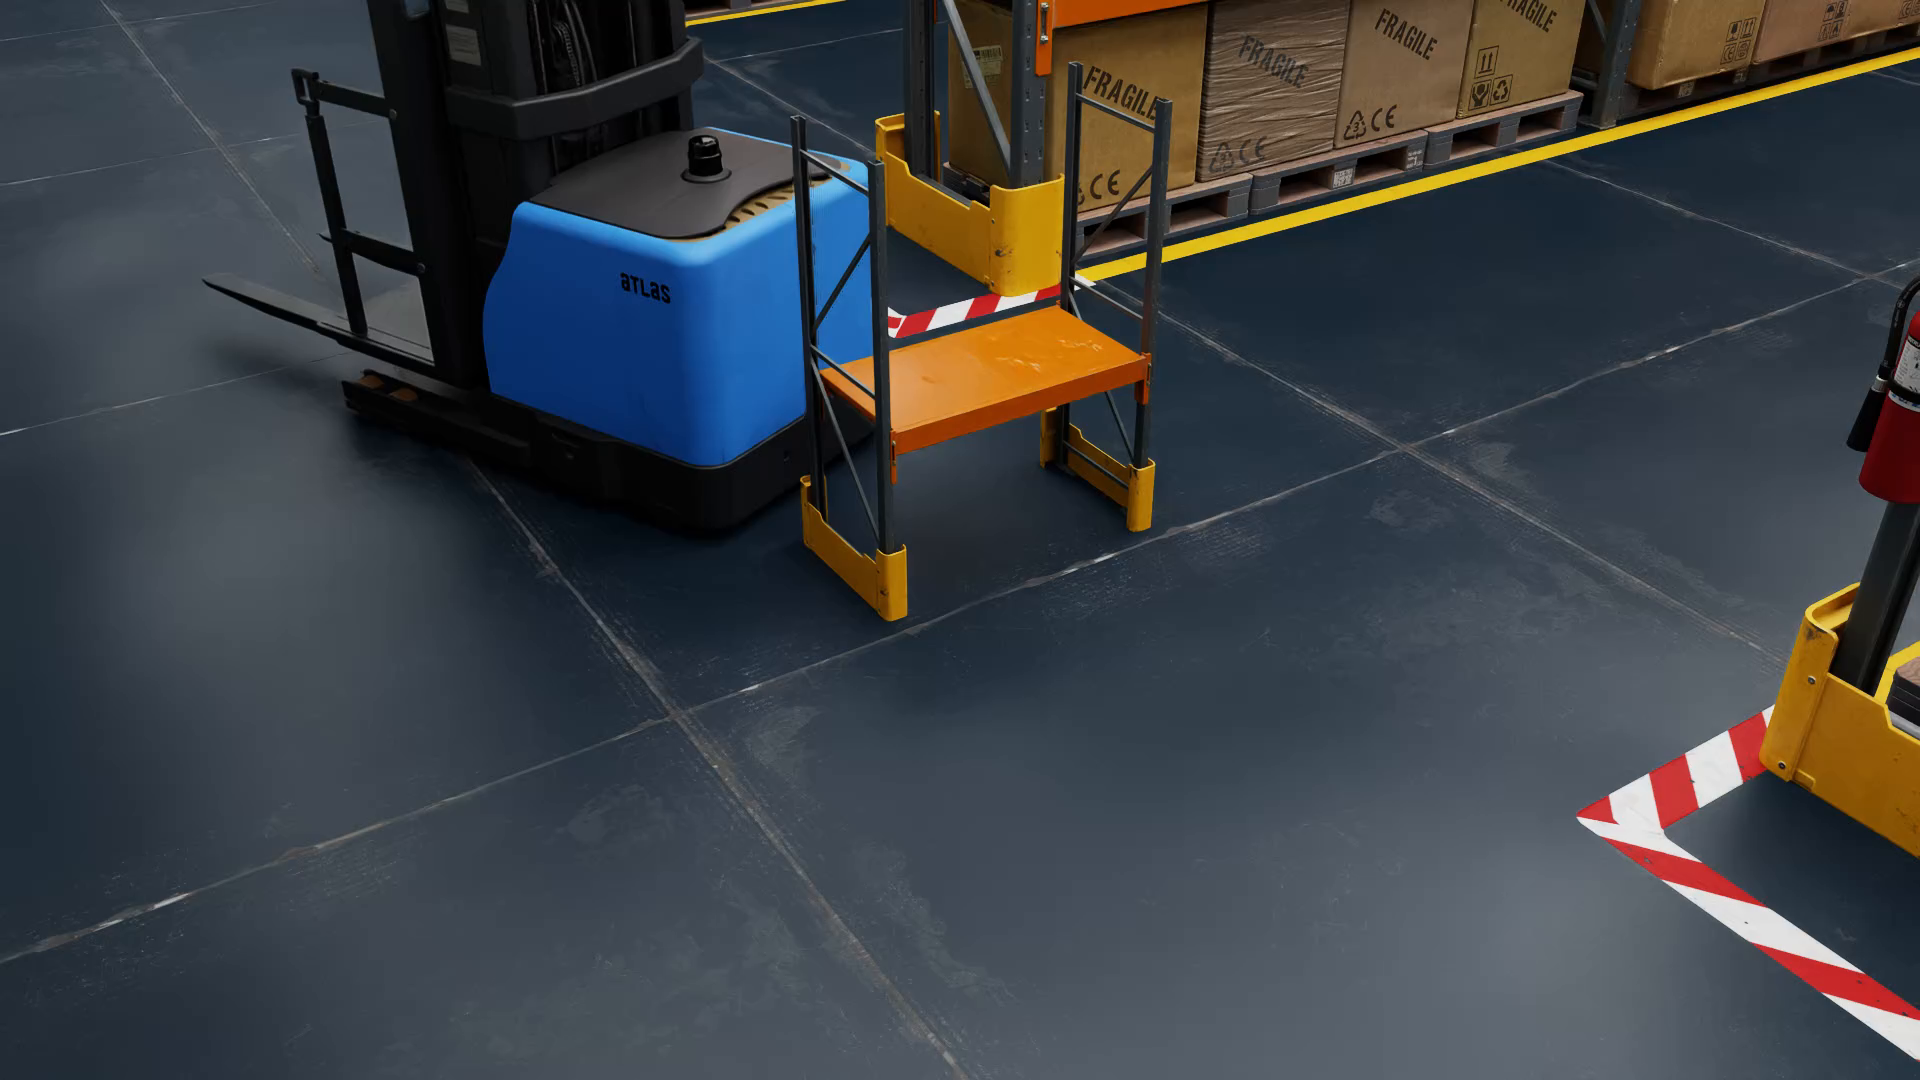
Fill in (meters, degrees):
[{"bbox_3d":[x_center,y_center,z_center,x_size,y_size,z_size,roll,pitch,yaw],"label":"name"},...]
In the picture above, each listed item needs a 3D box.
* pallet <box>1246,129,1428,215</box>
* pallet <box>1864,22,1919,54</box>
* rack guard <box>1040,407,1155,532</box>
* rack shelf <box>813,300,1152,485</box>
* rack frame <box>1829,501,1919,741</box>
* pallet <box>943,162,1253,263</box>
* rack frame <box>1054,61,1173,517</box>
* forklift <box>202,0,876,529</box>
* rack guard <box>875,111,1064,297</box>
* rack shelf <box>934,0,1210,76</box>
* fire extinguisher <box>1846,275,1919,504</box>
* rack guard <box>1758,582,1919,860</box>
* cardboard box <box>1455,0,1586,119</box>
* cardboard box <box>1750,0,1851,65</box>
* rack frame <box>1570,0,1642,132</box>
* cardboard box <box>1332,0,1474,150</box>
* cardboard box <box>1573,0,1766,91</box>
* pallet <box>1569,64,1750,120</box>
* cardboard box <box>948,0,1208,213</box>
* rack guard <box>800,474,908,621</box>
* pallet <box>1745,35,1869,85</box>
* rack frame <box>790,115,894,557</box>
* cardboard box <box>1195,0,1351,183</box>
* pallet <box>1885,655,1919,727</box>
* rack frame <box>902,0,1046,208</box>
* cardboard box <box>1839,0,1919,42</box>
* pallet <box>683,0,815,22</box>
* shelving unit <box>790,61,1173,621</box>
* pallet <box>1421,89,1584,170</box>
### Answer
[{"bbox_3d":[1.703,-2.104,8.887,1.213,0.211,1.003,-19,37,-27],"label":"pallet"},{"bbox_3d":[6.069,-3.605,11.268,1.213,0.211,1.003,-19,37,-27],"label":"pallet"},{"bbox_3d":[0.483,-0.272,5.946,0.087,0.250,0.587,-19,37,-27],"label":"rack guard"},{"bbox_3d":[0.072,-0.507,5.485,1.000,0.185,0.538,-19,37,-27],"label":"rack shelf"},{"bbox_3d":[2.732,-0.445,3.644,0.127,3.000,1.000,-19,37,-27],"label":"rack frame"},{"bbox_3d":[0.678,-1.753,8.331,1.213,0.211,1.003,-19,37,-27],"label":"pallet"},{"bbox_3d":[0.499,-0.806,5.622,0.032,1.500,0.500,-19,37,-27],"label":"rack frame"},{"bbox_3d":[-1.792,-1.871,5.968,3.031,2.935,1.130,19,37,28],"label":"forklift"},{"bbox_3d":[0.028,-1.602,7.821,0.348,0.500,1.175,-19,37,-27],"label":"rack guard"},{"bbox_3d":[1.730,-2.940,8.274,4.000,0.370,1.077,-19,37,-27],"label":"rack shelf"},{"bbox_3d":[2.359,-0.415,4.019,0.183,0.674,0.296,-19,37,-27],"label":"fire extinguisher"},{"bbox_3d":[2.719,0.625,4.291,0.348,0.500,1.175,-19,37,-27],"label":"rack guard"},{"bbox_3d":[2.813,-2.947,9.208,0.875,0.875,0.875,-19,37,-27],"label":"cardboard box"},{"bbox_3d":[4.688,-3.554,10.171,0.875,0.875,1.225,-20,38,-29],"label":"cardboard box"},{"bbox_3d":[3.411,-3.823,8.998,0.127,3.000,1.000,-19,37,-27],"label":"rack frame"},{"bbox_3d":[2.056,-2.687,8.795,0.875,0.875,0.875,-19,37,-27],"label":"cardboard box"},{"bbox_3d":[3.938,-3.296,9.761,0.875,0.875,1.225,-19,37,-27],"label":"cardboard box"},{"bbox_3d":[4.018,-2.900,10.150,1.213,0.211,1.003,-19,37,-27],"label":"pallet"},{"bbox_3d":[0.543,-2.166,7.970,0.875,0.875,0.875,-19,37,-27],"label":"cardboard box"},{"bbox_3d":[-0.354,0.016,5.490,0.087,0.250,0.587,-19,37,-27],"label":"rack guard"},{"bbox_3d":[5.045,-3.255,10.712,1.213,0.211,1.003,-19,37,-27],"label":"pallet"},{"bbox_3d":[-0.356,-0.512,5.156,0.032,1.500,0.500,-19,37,-27],"label":"rack frame"},{"bbox_3d":[1.308,-2.429,8.387,0.875,0.875,0.875,-19,37,-27],"label":"cardboard box"},{"bbox_3d":[3.446,0.513,4.739,1.213,0.211,1.003,-19,37,-27],"label":"pallet"},{"bbox_3d":[0.049,-2.666,7.165,0.127,3.000,1.000,-19,37,-27],"label":"rack frame"},{"bbox_3d":[5.428,-3.814,10.582,0.875,0.875,1.225,-19,37,-27],"label":"cardboard box"},{"bbox_3d":[-1.788,-3.981,11.864,1.213,0.211,1.003,-19,37,-27],"label":"pallet"},{"bbox_3d":[0.064,-0.656,5.385,1.083,1.500,0.587,-19,37,-27],"label":"shelving unit"},{"bbox_3d":[2.729,-2.459,9.450,1.213,0.211,1.003,-19,37,-27],"label":"pallet"}]
